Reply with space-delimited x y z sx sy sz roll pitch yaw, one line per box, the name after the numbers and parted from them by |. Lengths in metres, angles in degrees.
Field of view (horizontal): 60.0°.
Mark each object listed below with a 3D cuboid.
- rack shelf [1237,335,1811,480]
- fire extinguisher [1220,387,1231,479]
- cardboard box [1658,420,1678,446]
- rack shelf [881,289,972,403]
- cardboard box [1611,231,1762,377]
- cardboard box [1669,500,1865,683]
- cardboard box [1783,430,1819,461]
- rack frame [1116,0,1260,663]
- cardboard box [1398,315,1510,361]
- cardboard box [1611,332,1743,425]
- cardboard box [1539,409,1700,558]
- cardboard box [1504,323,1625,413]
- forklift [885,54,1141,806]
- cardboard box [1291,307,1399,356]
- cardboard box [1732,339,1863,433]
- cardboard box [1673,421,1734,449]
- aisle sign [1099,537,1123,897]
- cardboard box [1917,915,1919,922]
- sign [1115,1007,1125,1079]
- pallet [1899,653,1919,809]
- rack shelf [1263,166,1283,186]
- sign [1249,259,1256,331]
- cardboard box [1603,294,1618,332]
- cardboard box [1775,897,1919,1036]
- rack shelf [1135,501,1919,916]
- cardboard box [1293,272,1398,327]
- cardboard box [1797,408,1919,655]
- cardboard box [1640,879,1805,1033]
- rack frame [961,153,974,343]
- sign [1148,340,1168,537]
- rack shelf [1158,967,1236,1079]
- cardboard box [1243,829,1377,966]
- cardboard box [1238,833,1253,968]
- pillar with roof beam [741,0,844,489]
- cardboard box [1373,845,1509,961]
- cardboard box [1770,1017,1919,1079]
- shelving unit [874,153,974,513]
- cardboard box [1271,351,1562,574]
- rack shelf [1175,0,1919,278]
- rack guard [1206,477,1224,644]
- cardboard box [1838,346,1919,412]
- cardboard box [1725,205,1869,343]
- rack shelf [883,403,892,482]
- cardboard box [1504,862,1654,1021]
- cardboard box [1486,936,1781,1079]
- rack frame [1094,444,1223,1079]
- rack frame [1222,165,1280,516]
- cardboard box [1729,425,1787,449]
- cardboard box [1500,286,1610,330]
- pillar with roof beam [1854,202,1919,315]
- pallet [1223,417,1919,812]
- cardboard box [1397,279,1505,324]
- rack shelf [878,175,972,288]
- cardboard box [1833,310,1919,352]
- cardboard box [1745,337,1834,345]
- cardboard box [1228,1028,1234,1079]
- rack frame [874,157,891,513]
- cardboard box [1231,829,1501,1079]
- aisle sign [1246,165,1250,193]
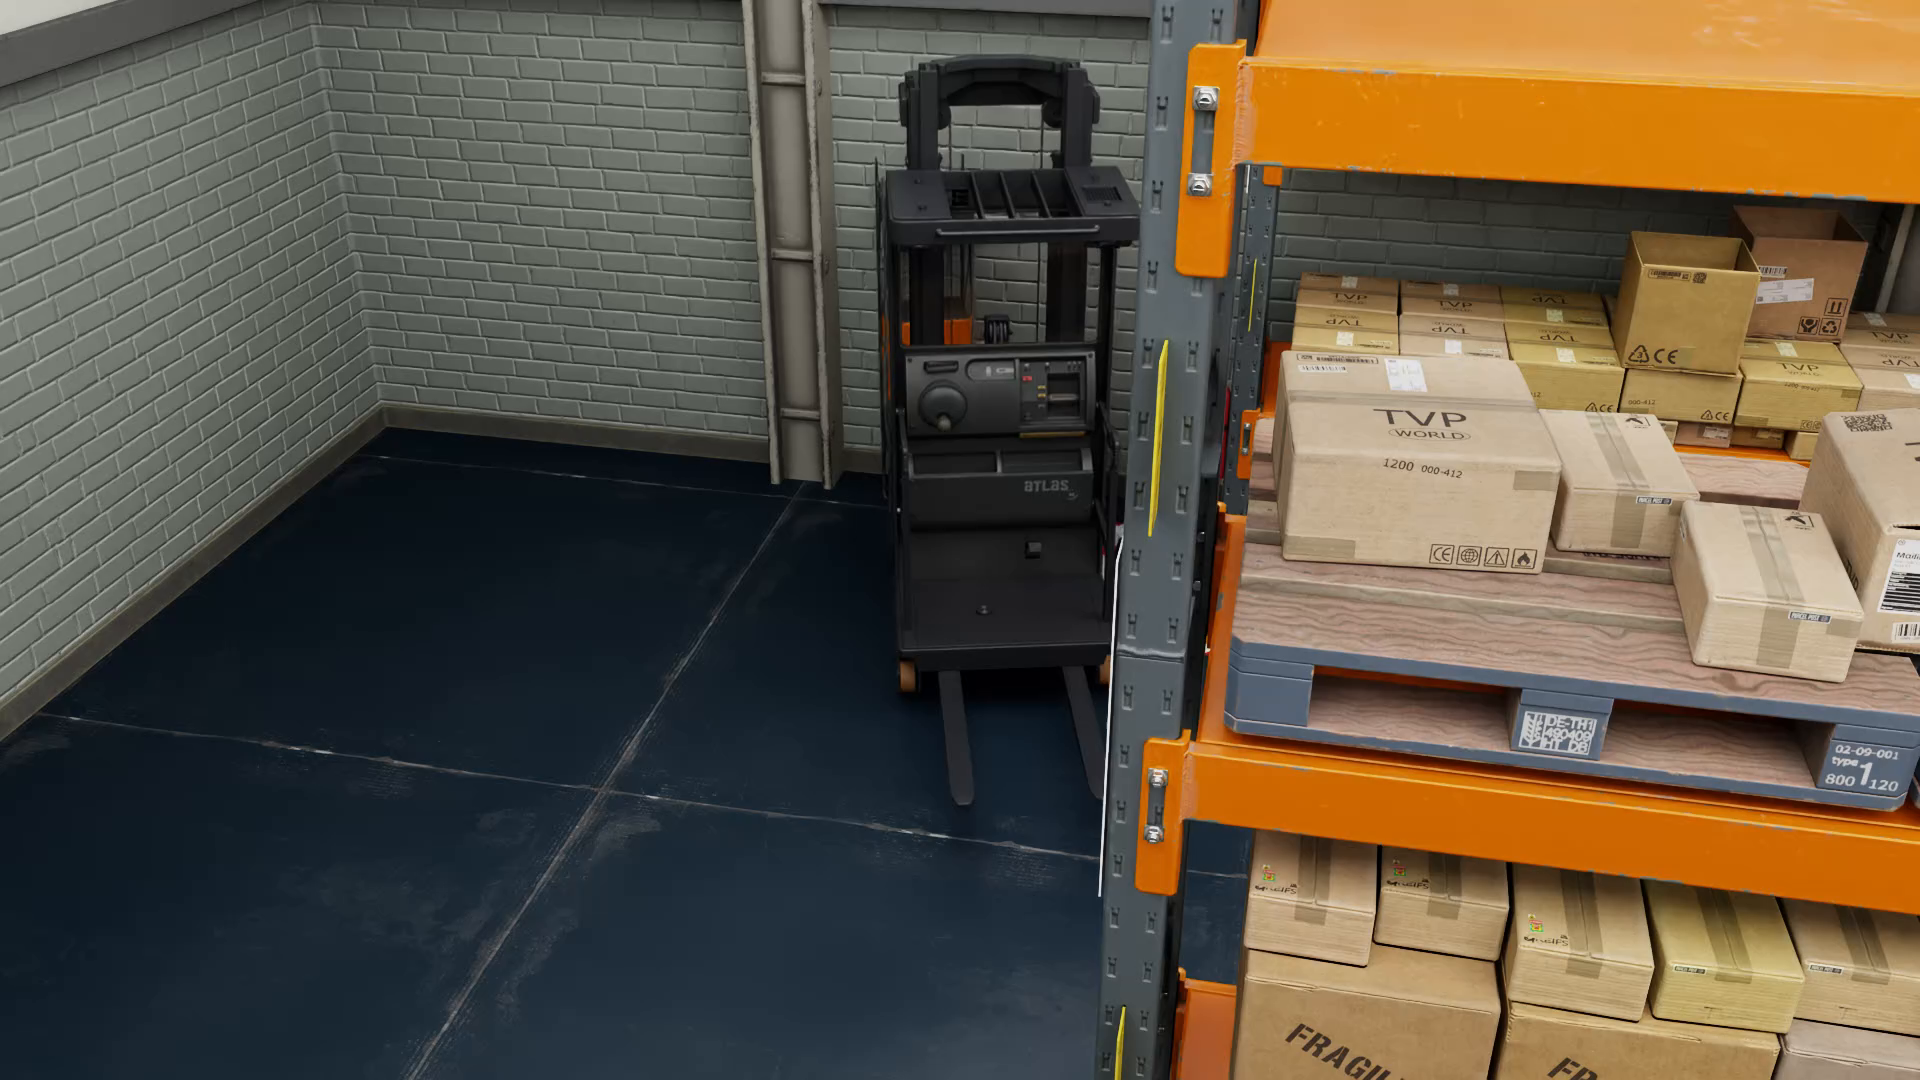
3.447 -0.512 8.310 4.000 0.370 1.077 6 29 11 | rack shelf
1.251 -0.628 8.243 0.183 0.674 0.296 6 29 11 | fire extinguisher
3.266 -0.587 7.959 0.250 0.149 0.380 7 29 12 | cardboard box
-0.200 -1.128 9.653 0.480 0.518 0.431 -4 29 -7 | rack shelf
3.345 -1.099 7.700 0.500 0.500 0.500 7 29 12 | cardboard box
1.474 0.087 3.064 0.250 0.149 0.380 7 29 12 | cardboard box
4.013 -0.512 7.823 0.250 0.149 0.380 5 29 10 | cardboard box
0.458 -1.328 2.805 0.127 3.000 1.000 6 29 11 | rack frame
2.371 -0.870 8.062 0.500 0.250 0.500 6 29 11 | cardboard box
3.372 -0.780 7.897 0.500 0.250 0.500 5 29 9 | cardboard box
1.344 -0.123 3.447 0.250 0.149 0.380 4 29 7 | cardboard box
2.868 -0.821 7.972 0.500 0.250 0.500 5 29 10 | cardboard box
0.216 -0.681 7.942 1.130 2.935 3.031 -2 29 -3 | forklift
1.878 -0.921 8.154 0.500 0.250 0.500 6 29 11 | cardboard box
3.876 -0.727 7.802 0.500 0.250 0.500 6 29 10 | cardboard box
3.533 -0.593 7.971 0.250 0.149 0.380 6 29 10 | cardboard box
0.327 0.292 3.385 0.004 0.787 0.394 6 29 11 | aisle sign
2.013 0.839 3.273 0.250 0.149 0.380 6 29 11 | cardboard box
0.336 1.149 3.543 0.005 0.325 0.100 6 29 11 | sign
2.382 0.217 3.198 1.213 0.211 1.003 6 29 11 | pallet
3.447 -1.828 7.590 4.000 0.370 1.077 6 29 11 | rack shelf
1.378 -1.153 7.831 0.005 0.325 0.100 6 29 11 | sign
3.495 -1.014 8.326 0.500 0.250 0.500 6 29 10 | cardboard box
1.778 0.794 3.354 0.250 0.149 0.380 6 29 11 | cardboard box
2.414 0.504 3.331 4.000 0.370 1.077 6 29 11 | rack shelf
1.996 -1.171 8.612 0.500 0.250 0.500 7 29 12 | cardboard box
1.911 -0.028 3.105 0.500 0.311 0.500 6 29 11 | cardboard box
1.510 0.793 3.357 0.250 0.149 0.380 5 29 9 | cardboard box
0.041 -1.158 9.678 0.015 2.100 0.400 -4 29 -7 | rack frame
0.336 -0.170 2.821 0.005 0.325 0.100 6 29 11 | sign
2.414 1.820 4.052 4.000 0.370 1.077 6 29 11 | rack shelf
0.747 0.702 3.523 0.250 0.149 0.380 6 29 12 | cardboard box
0.979 0.758 4.097 0.500 0.500 0.500 7 29 12 | cardboard box
-1.857 -2.331 4.637 0.400 9.000 9.100 6 29 11 | pillar with roof beam
1.019 0.695 3.536 0.250 0.149 0.380 7 29 12 | cardboard box
1.880 1.100 3.473 0.500 0.500 0.500 6 29 10 | cardboard box
-0.200 -1.140 9.646 0.503 2.100 0.431 -4 29 -7 | shelving unit
0.917 -0.172 3.431 0.500 0.250 0.500 3 29 6 | cardboard box
2.414 -0.636 2.707 4.000 0.370 1.077 6 29 11 | rack shelf
1.565 0.076 9.090 0.348 0.500 1.175 6 29 11 | rack guard
4.361 -0.671 7.699 0.500 0.250 0.500 6 29 11 | cardboard box
4.002 -1.295 8.057 0.500 0.500 0.500 5 29 9 | cardboard box
-0.200 -0.514 9.989 0.480 0.518 0.431 -4 29 -7 | rack shelf
1.249 0.775 3.390 0.250 0.149 0.380 7 29 12 | cardboard box
1.375 1.052 3.560 0.500 0.500 0.500 5 29 9 | cardboard box
0.458 1.304 4.245 0.127 3.000 1.000 6 29 11 | rack frame
1.491 -1.028 8.504 0.127 3.000 1.000 6 29 11 | rack frame
3.784 -0.590 7.966 0.250 0.149 0.380 6 29 11 | cardboard box
2.983 -1.067 8.422 0.500 0.250 0.500 7 29 12 | cardboard box
4.011 -1.730 3.538 0.400 9.000 9.100 6 29 11 | pillar with roof beam
1.186 0.096 3.419 1.213 0.211 1.003 6 29 11 | pallet
2.500 -1.119 8.516 0.500 0.250 0.500 6 29 11 | cardboard box
-0.200 -1.742 9.317 0.480 0.518 0.431 -4 29 -7 | rack shelf
4.483 -0.915 8.144 0.500 0.250 0.500 6 29 10 | cardboard box
3.979 -0.968 8.240 0.500 0.250 0.500 6 29 12 | cardboard box
0.867 1.443 3.887 0.500 0.500 0.500 6 29 10 | cardboard box
-0.442 -1.123 9.615 0.015 2.100 0.400 -4 29 -7 | rack frame
0.868 1.003 3.649 0.500 0.500 0.500 5 29 9 | cardboard box
1.363 -2.037 7.640 0.004 0.787 0.394 6 29 11 | aisle sign
